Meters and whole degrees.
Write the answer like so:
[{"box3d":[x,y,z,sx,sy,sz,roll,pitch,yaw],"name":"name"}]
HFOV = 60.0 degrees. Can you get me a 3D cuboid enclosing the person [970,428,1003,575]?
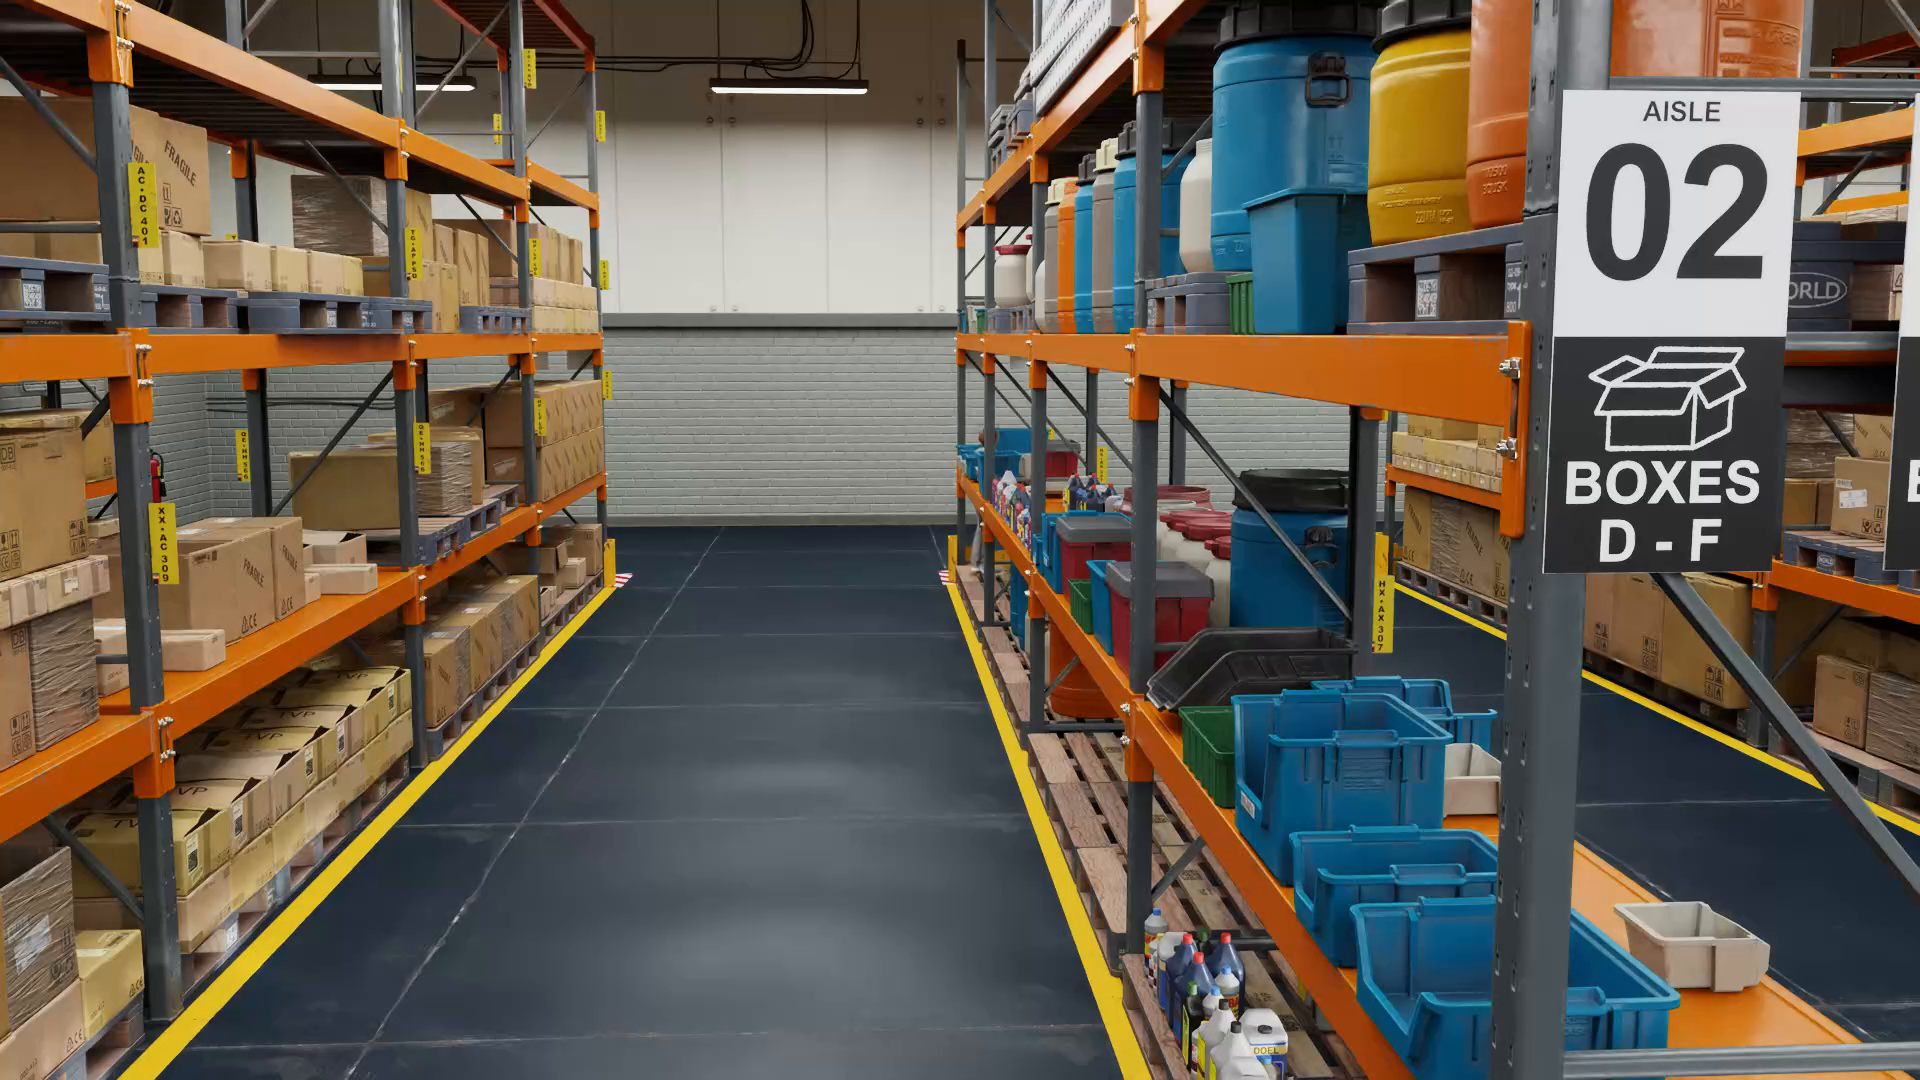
[{"box3d":[0.291,-0.418,17.942,0.364,1.619,0.541,-3,8,-23],"name":"person"}]
